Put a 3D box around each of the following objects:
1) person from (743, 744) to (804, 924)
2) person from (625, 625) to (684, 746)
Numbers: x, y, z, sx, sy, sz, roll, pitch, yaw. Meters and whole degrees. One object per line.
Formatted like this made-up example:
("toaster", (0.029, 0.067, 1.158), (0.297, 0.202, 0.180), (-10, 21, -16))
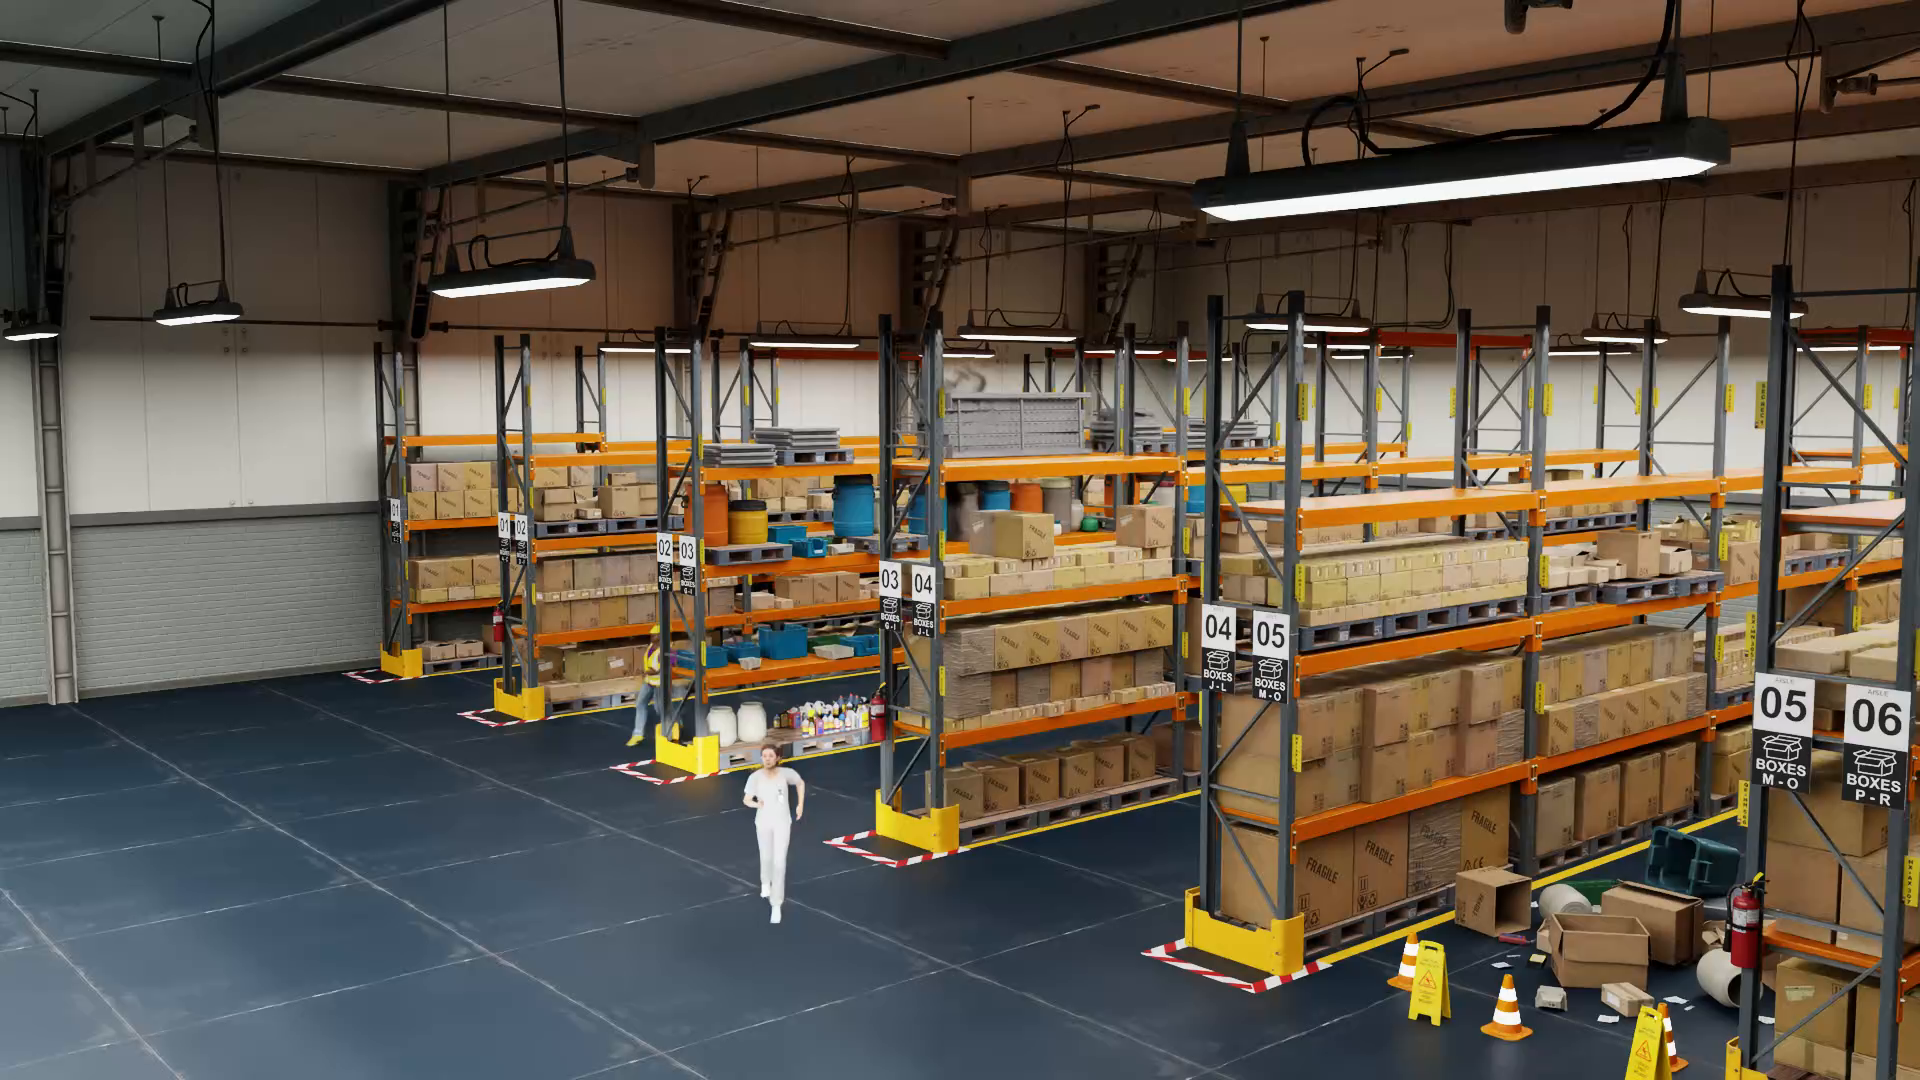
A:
("person", (-1.835, 2.837, 16.463), (0.575, 1.709, 0.901), (0, 5, 1))
("person", (-4.373, 2.102, 24.187), (0.912, 1.784, 0.721), (-5, 7, -44))
